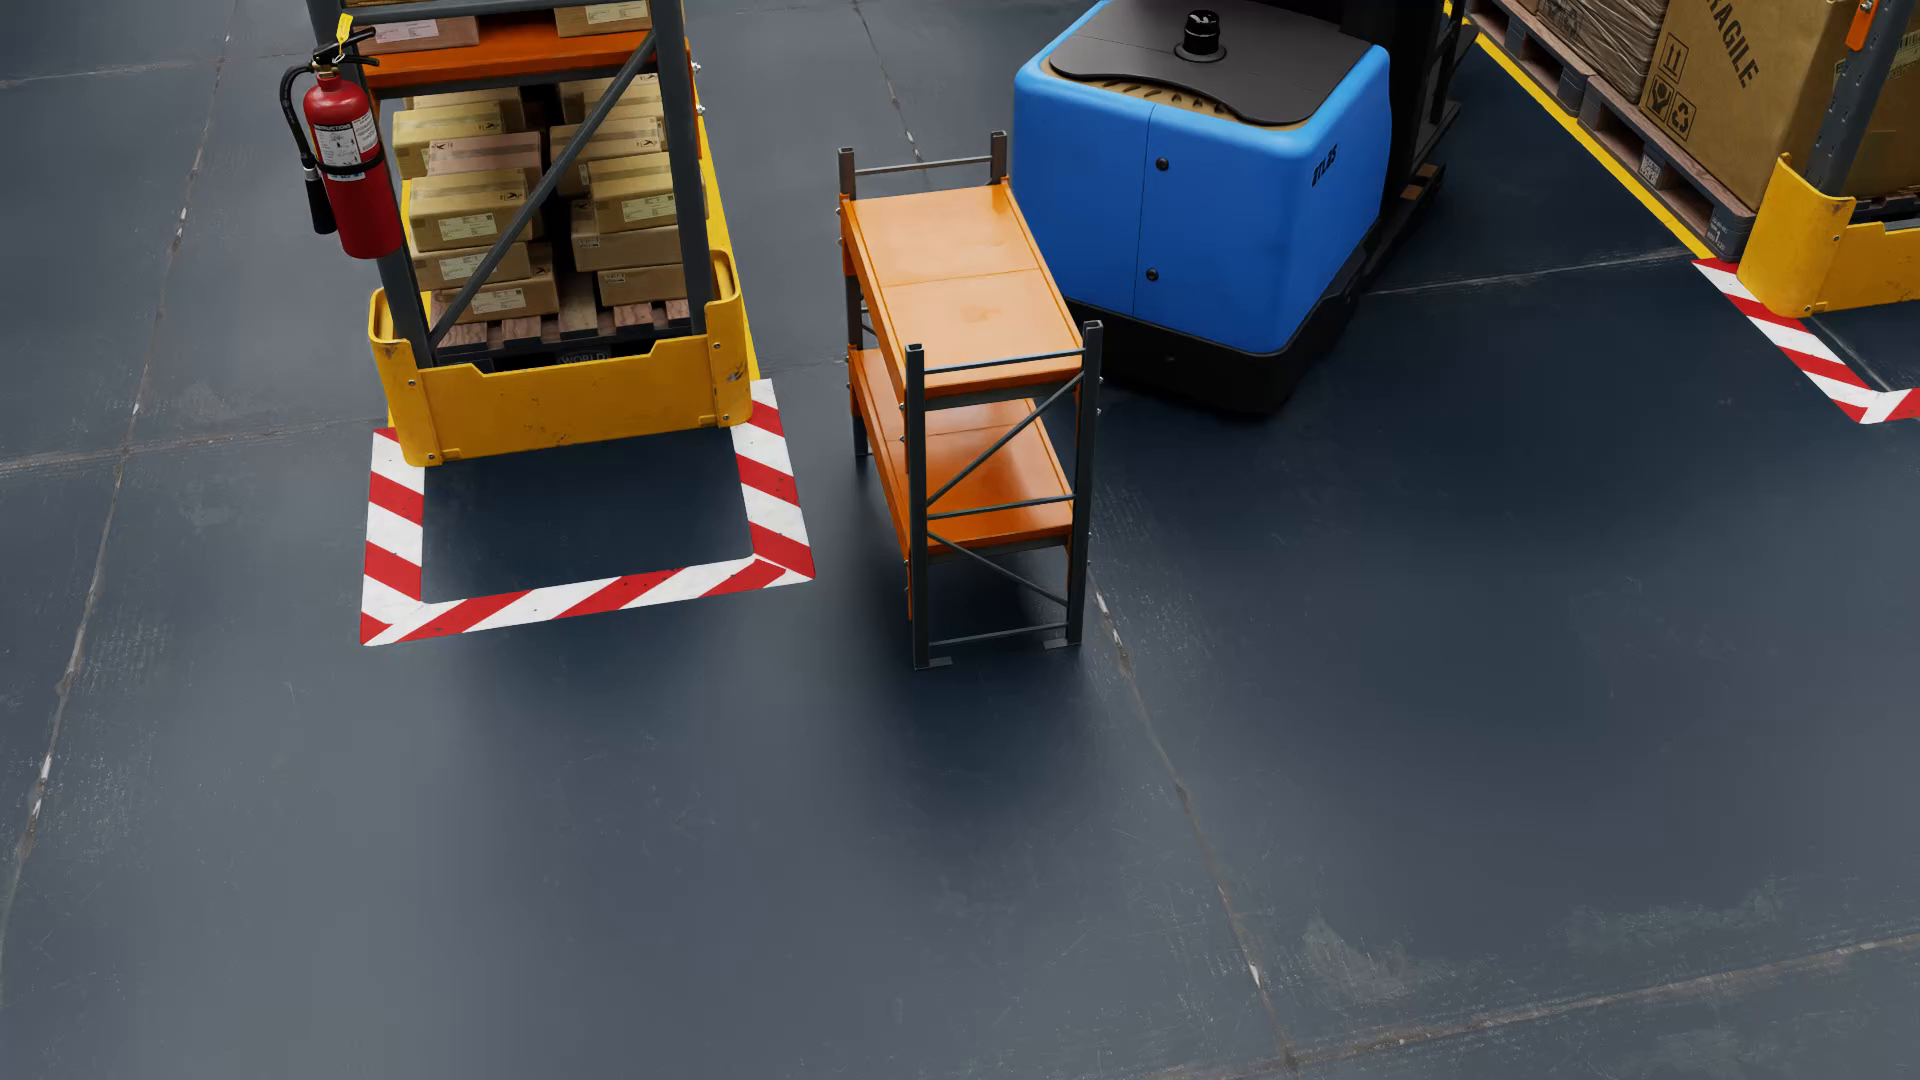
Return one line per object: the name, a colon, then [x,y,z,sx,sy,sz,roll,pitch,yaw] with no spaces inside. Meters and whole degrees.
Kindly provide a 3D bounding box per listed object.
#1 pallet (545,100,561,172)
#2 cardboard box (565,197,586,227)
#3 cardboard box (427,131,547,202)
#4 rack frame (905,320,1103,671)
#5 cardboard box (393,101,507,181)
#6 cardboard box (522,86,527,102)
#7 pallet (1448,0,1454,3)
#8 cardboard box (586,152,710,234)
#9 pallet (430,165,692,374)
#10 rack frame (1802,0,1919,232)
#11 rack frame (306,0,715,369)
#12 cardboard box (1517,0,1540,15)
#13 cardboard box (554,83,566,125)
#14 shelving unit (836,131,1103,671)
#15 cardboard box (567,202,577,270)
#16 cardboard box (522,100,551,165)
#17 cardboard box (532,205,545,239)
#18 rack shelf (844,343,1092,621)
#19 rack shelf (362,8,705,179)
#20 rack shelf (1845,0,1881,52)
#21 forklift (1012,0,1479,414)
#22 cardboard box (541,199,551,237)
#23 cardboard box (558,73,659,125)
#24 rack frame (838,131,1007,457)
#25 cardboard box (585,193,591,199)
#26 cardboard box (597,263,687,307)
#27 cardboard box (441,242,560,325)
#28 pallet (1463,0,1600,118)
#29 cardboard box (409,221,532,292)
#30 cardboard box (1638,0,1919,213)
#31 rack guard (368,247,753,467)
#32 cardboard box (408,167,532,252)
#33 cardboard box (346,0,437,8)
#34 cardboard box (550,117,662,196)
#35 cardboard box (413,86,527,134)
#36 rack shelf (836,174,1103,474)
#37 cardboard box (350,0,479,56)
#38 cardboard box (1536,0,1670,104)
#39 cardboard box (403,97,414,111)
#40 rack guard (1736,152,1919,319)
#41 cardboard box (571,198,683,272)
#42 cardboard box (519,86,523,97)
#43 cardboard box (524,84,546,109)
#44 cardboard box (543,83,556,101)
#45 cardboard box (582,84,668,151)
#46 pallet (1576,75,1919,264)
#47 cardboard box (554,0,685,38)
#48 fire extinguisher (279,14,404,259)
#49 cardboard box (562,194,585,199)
pallet: [-1.712,-1.828,7.151,1.003,0.211,1.213,-8,42,-9]
cardboard box: [-1.292,-1.295,6.281,0.380,0.149,0.250,-8,42,-9]
cardboard box: [-1.654,-1.292,5.829,0.380,0.149,0.250,-8,42,-8]
rack frame: [0.111,-0.087,4.500,0.500,1.125,0.032,-8,42,-9]
cardboard box: [-1.834,-1.442,5.998,0.380,0.149,0.250,-9,42,-10]
cardboard box: [-1.961,-1.734,6.775,0.380,0.149,0.250,-8,42,-8]
pallet: [2.795,-3.192,8.687,1.003,0.211,1.213,-8,42,-9]
cardboard box: [-1.076,-1.203,5.728,0.380,0.149,0.250,-10,43,-11]
pallet: [-1.452,-1.039,6.262,1.003,0.211,1.213,-8,42,-9]
rack frame: [3.570,-2.146,5.408,1.000,3.000,0.127,-8,42,-9]
rack frame: [-1.294,-1.501,4.681,1.000,3.000,0.127,-8,42,-9]
cardboard box: [2.966,-3.079,7.743,0.875,0.875,0.875,-8,42,-9]
cardboard box: [-1.400,-1.751,6.570,0.380,0.149,0.250,-10,43,-11]
shelving unit: [0.001,-0.416,4.872,0.538,1.125,1.048,-8,42,-9]
cardboard box: [-1.231,-1.135,6.101,0.380,0.149,0.250,-9,42,-9]
cardboard box: [-1.758,-1.530,6.321,0.380,0.149,0.250,-9,42,-10]
cardboard box: [-1.691,-1.181,5.929,0.380,0.149,0.250,-9,42,-10]
rack shelf: [0.001,-0.233,5.034,0.538,0.278,1.000,-8,42,-9]
rack shelf: [-1.726,-2.528,6.381,1.077,0.370,4.000,-8,42,-9]
rack shelf: [3.139,-3.174,7.107,1.077,0.370,4.000,-8,42,-9]
forklift: [1.318,-2.488,5.845,1.130,2.935,3.031,20,45,21]
cardboard box: [-1.739,-1.239,6.217,0.380,0.149,0.250,-9,42,-9]
cardboard box: [-1.316,-1.695,6.283,0.380,0.149,0.250,-10,43,-11]
rack frame: [-0.108,-0.746,5.243,0.500,1.125,0.032,-8,42,-9]
cardboard box: [-1.161,-1.265,6.023,0.380,0.149,0.250,-9,42,-9]
cardboard box: [-1.095,-0.977,5.923,0.380,0.149,0.250,-8,42,-8]
cardboard box: [-1.612,-0.903,5.839,0.380,0.149,0.250,-8,42,-9]
pallet: [3.062,-2.400,7.794,1.003,0.211,1.213,-8,42,-9]
cardboard box: [-1.687,-1.004,5.729,0.380,0.149,0.250,-9,42,-10]
cardboard box: [3.354,-1.912,6.429,0.875,0.875,0.875,-8,42,-9]
rack guard: [-1.311,-0.615,5.567,1.175,0.500,0.348,-8,42,-9]
cardboard box: [-1.656,-1.121,5.637,0.380,0.149,0.250,-8,42,-9]
cardboard box: [-1.643,-1.904,4.836,0.500,0.500,0.500,-8,42,-8]
cardboard box: [-1.253,-1.364,5.910,0.380,0.149,0.250,-8,42,-9]
cardboard box: [-1.828,-1.619,6.197,0.380,0.149,0.250,-10,43,-11]
rack shelf: [0.001,-0.635,4.677,0.538,0.278,1.000,-8,42,-9]
cardboard box: [-1.641,-1.578,4.957,0.380,0.149,0.250,-8,42,-9]
cardboard box: [3.158,-2.502,7.093,0.875,0.875,0.875,-8,42,-9]
cardboard box: [-1.941,-1.785,6.384,0.380,0.149,0.250,-7,42,-8]
rack guard: [3.576,-1.196,6.220,1.175,0.500,0.348,-8,42,-9]
cardboard box: [-1.157,-1.079,5.814,0.380,0.149,0.250,-7,42,-7]
cardboard box: [-1.962,-1.844,6.674,0.380,0.149,0.250,-6,42,-7]
cardboard box: [-1.942,-1.908,6.971,0.380,0.149,0.250,-7,42,-8]
cardboard box: [-1.498,-1.921,6.762,0.380,0.149,0.250,-6,42,-7]
cardboard box: [-1.182,-1.546,6.115,0.380,0.149,0.250,-8,42,-9]
pallet: [3.321,-1.610,6.905,1.003,0.211,1.213,-8,42,-9]
cardboard box: [-1.044,-1.664,5.054,0.380,0.149,0.250,-9,42,-10]
fire extinguisher: [-1.691,-1.103,4.572,0.296,0.674,0.183,-8,42,-9]
cardboard box: [-1.300,-1.411,6.187,0.380,0.149,0.250,-8,42,-9]
